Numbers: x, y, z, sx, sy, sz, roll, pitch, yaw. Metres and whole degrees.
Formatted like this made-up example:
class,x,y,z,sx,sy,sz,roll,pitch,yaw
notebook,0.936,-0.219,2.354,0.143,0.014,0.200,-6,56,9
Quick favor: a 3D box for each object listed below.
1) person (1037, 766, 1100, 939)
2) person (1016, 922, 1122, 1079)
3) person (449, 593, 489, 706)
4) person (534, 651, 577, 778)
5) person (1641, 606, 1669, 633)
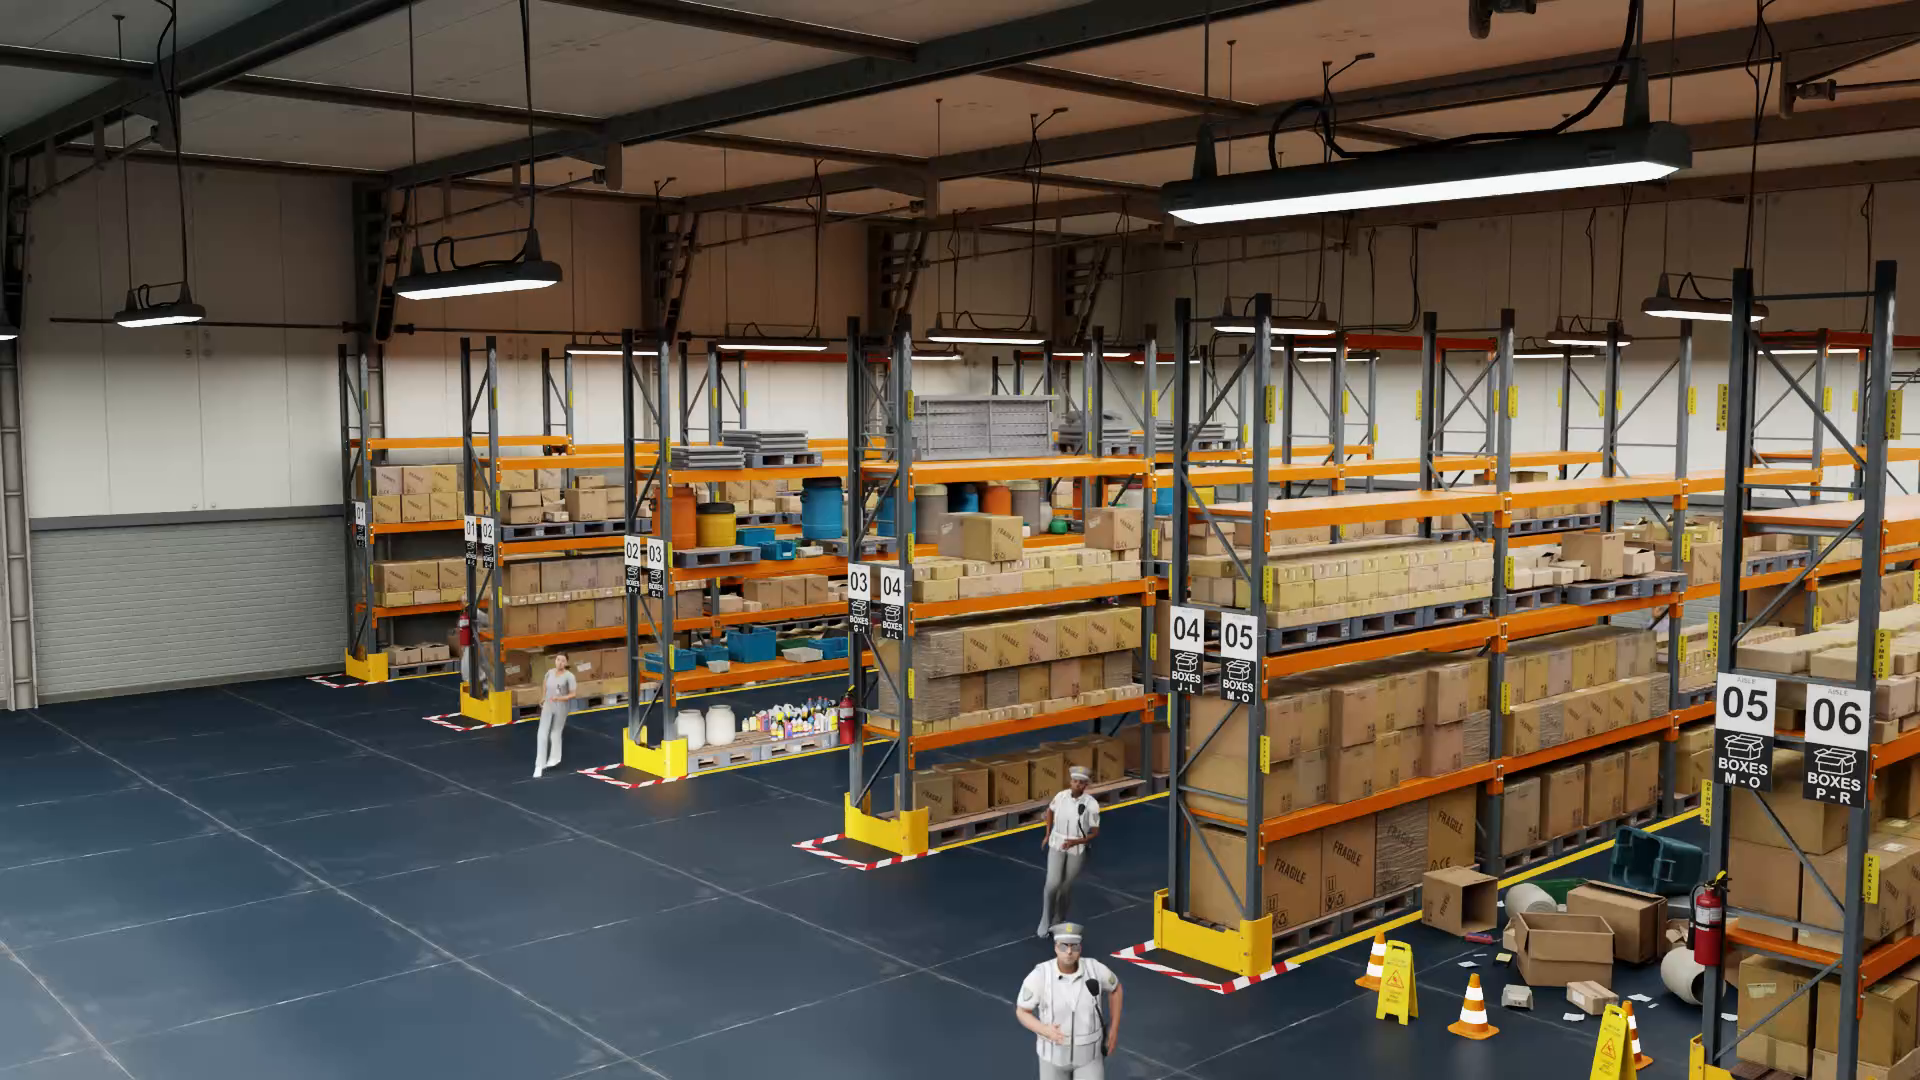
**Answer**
class,x,y,z,sx,sy,sz,roll,pitch,yaw
person,1.025,2.926,15.652,0.576,1.633,0.636,1,5,14
person,0.707,3.331,10.684,0.699,1.804,0.690,0,5,1
person,-8.100,1.800,27.644,0.697,1.853,0.800,5,7,42
person,-5.431,2.338,22.505,0.566,1.704,0.682,0,5,3
person,11.667,1.888,27.766,0.649,1.592,0.731,3,6,28
